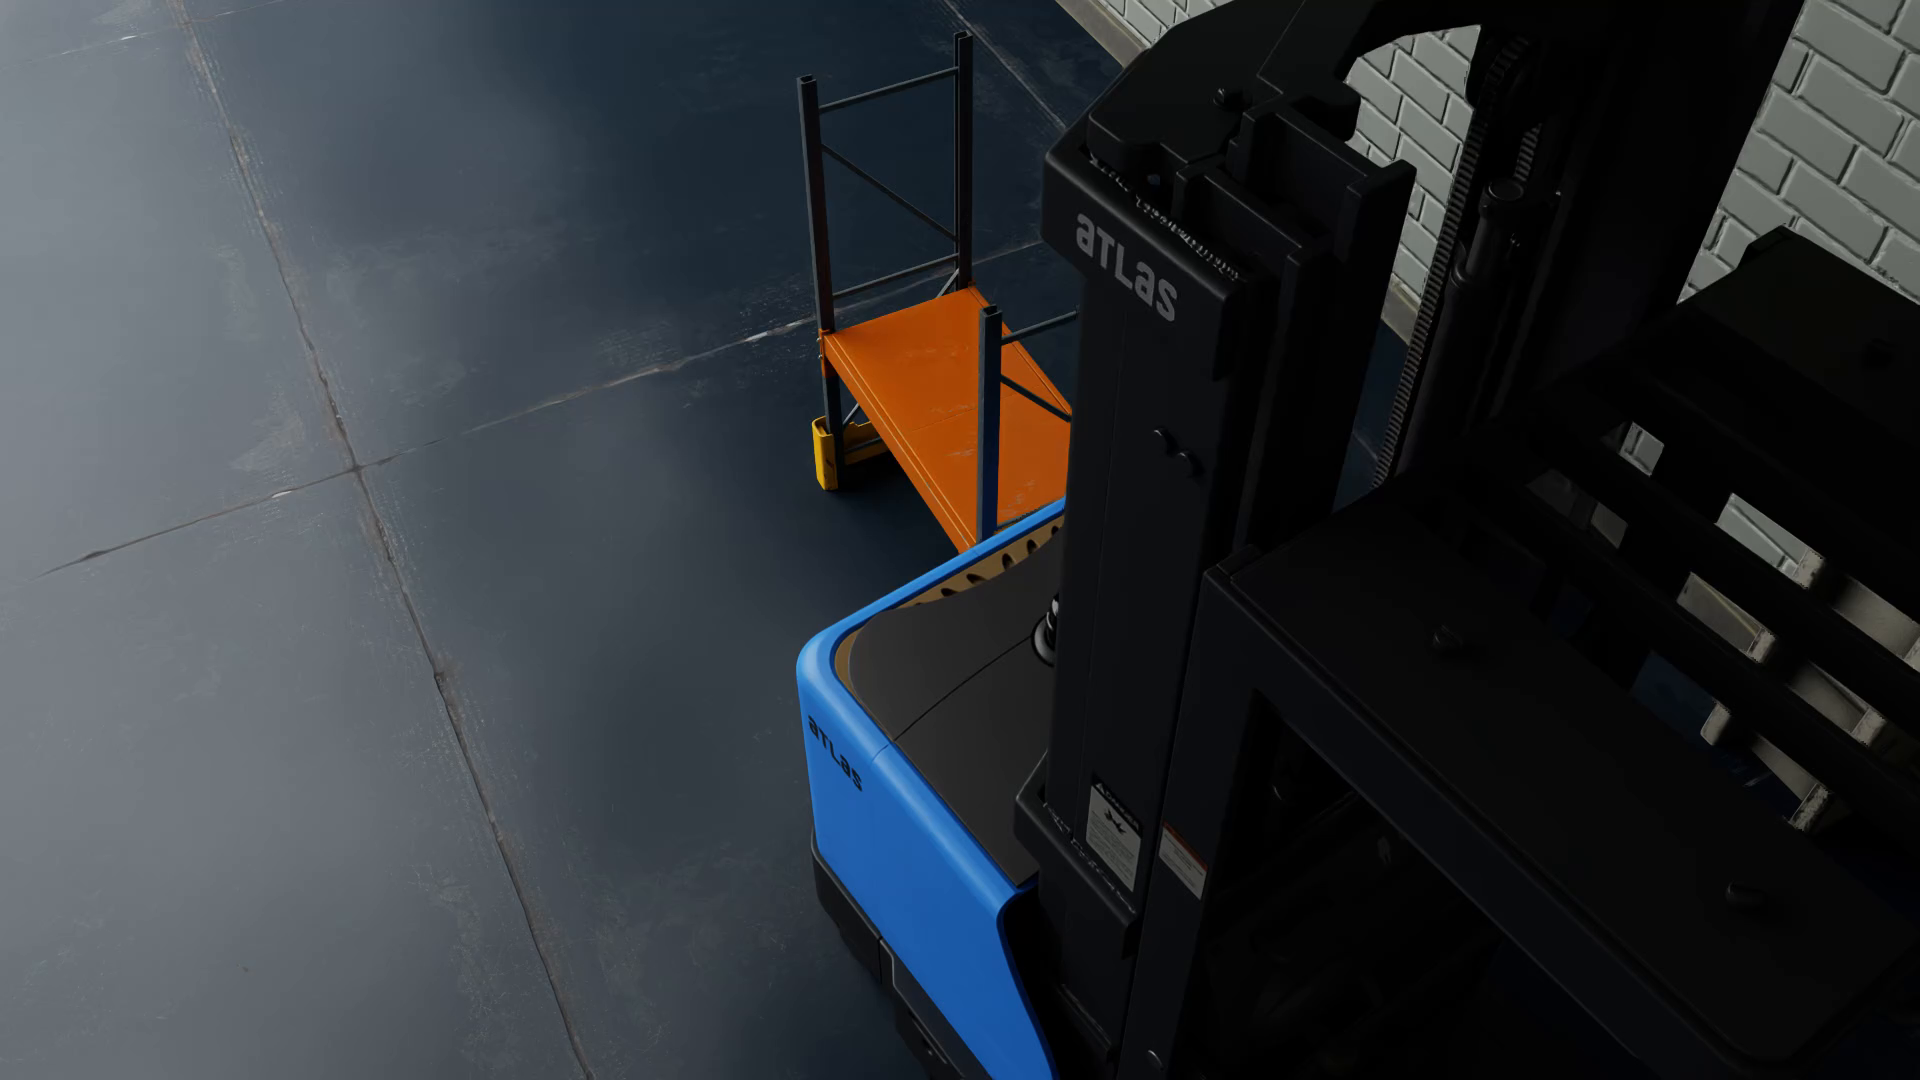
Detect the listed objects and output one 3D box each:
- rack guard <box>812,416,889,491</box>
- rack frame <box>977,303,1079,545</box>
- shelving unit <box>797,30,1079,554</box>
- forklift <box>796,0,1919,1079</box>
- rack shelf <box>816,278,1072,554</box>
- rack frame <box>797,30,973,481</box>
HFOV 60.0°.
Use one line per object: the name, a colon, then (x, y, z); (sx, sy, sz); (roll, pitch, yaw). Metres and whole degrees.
rack guard: (-0.193, -0.365, 5.403); (0.587, 0.250, 0.087); (-21, 52, -18)
rack frame: (0.272, -0.096, 4.338); (0.500, 1.500, 0.032); (-21, 52, -18)
shelving unit: (0.035, -0.443, 4.641); (0.587, 1.500, 1.083); (-21, 52, -18)
forklift: (0.898, 0.659, 2.726); (1.130, 2.935, 3.031); (-29, 55, -23)
rack shelf: (0.039, -0.318, 4.771); (0.538, 0.185, 1.000); (-21, 52, -18)
rack frame: (-0.194, -0.777, 4.933); (0.500, 1.500, 0.032); (-21, 52, -18)
